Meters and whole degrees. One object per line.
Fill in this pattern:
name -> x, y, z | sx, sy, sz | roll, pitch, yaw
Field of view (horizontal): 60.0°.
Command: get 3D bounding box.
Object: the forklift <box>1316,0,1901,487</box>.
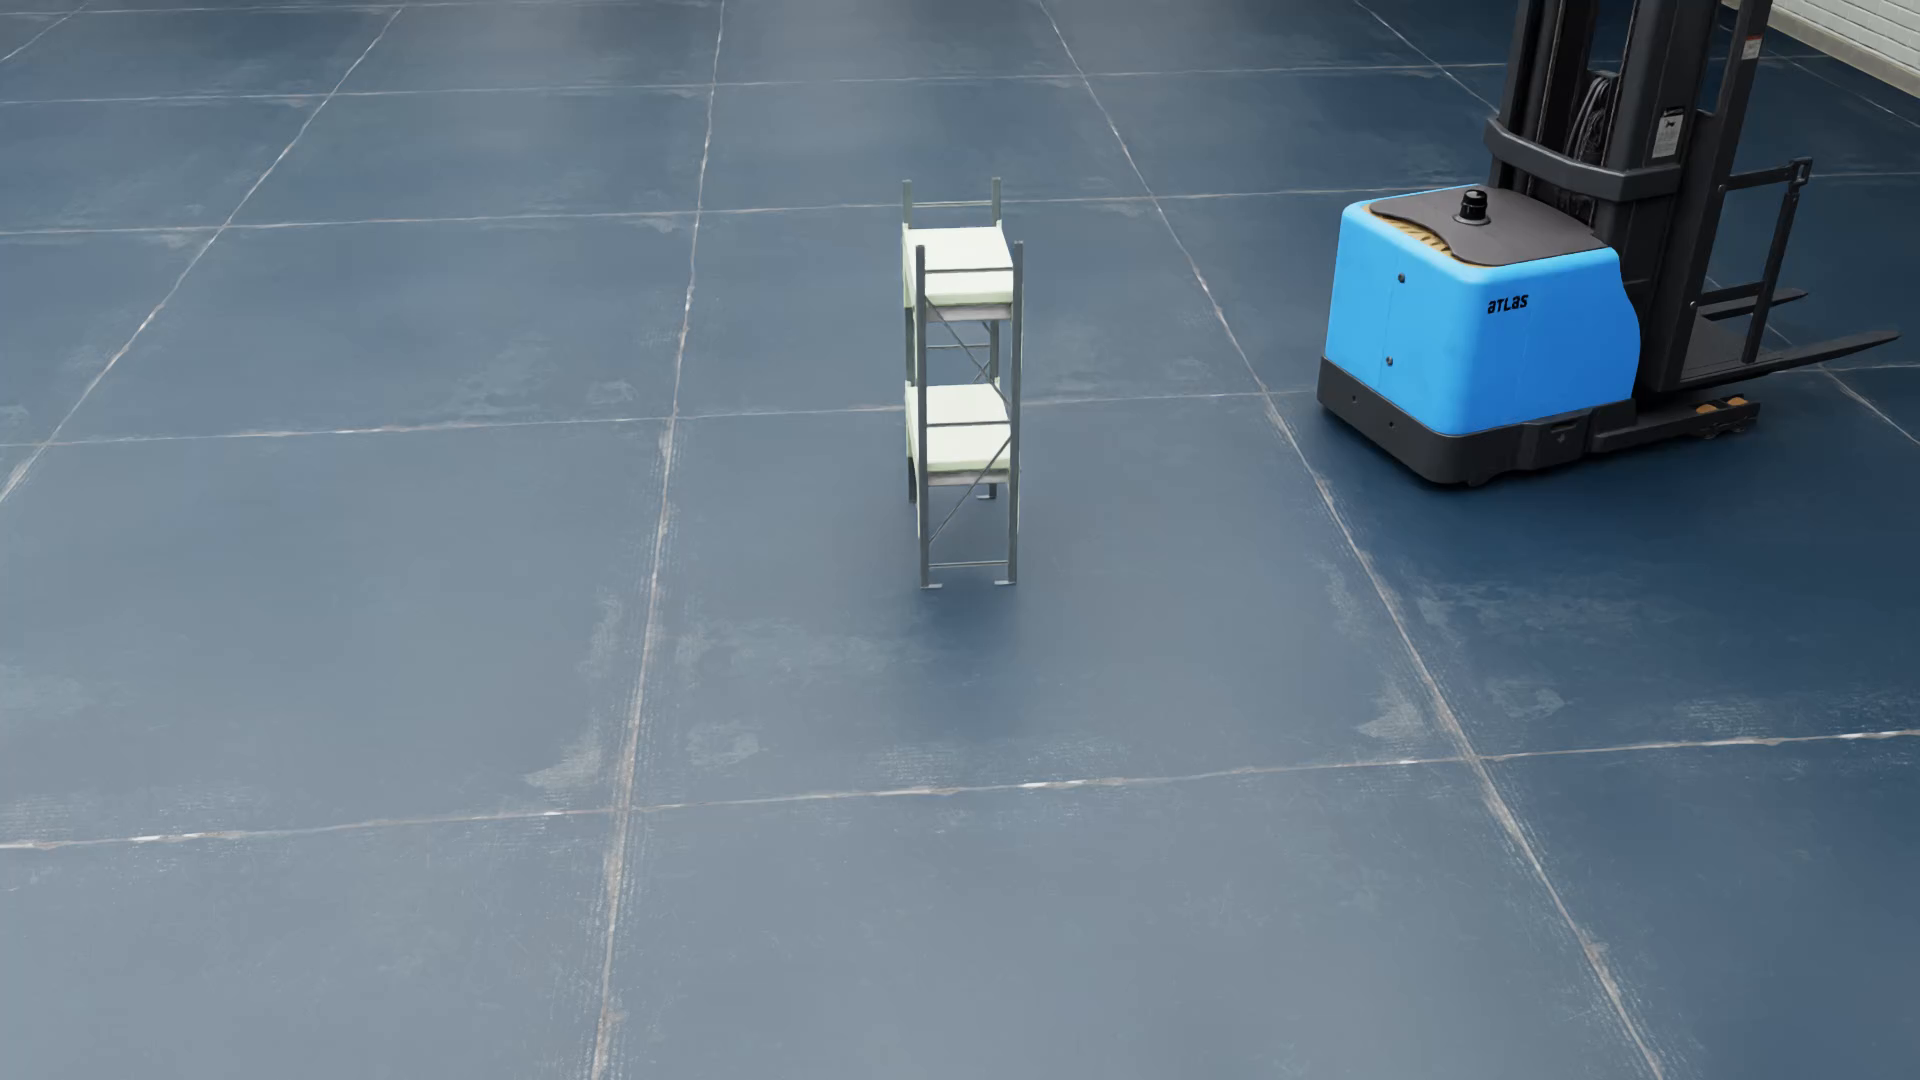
forklift -> 3.344, -1.983, 7.712 | 3.031, 2.935, 1.130 | -12, 33, -20

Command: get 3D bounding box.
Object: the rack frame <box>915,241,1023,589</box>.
rack frame -> 0.035, -0.454, 6.547 | 0.400, 1.500, 0.023 | -3, 31, -5

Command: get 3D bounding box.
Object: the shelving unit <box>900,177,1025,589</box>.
shelving unit -> 0.001, -0.640, 6.860 | 0.431, 1.500, 0.755 | -3, 31, -5

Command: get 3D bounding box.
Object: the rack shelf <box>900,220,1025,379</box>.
rack shelf -> 0.001, -0.976, 6.660 | 0.431, 0.370, 0.720 | -3, 31, -5

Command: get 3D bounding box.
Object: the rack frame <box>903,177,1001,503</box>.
rack frame -> -0.034, -0.827, 7.173 | 0.400, 1.500, 0.023 | -3, 31, -5

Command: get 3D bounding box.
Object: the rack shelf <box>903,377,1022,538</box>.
rack shelf -> 0.001, -0.361, 7.027 | 0.431, 0.370, 0.720 | -3, 31, -5
